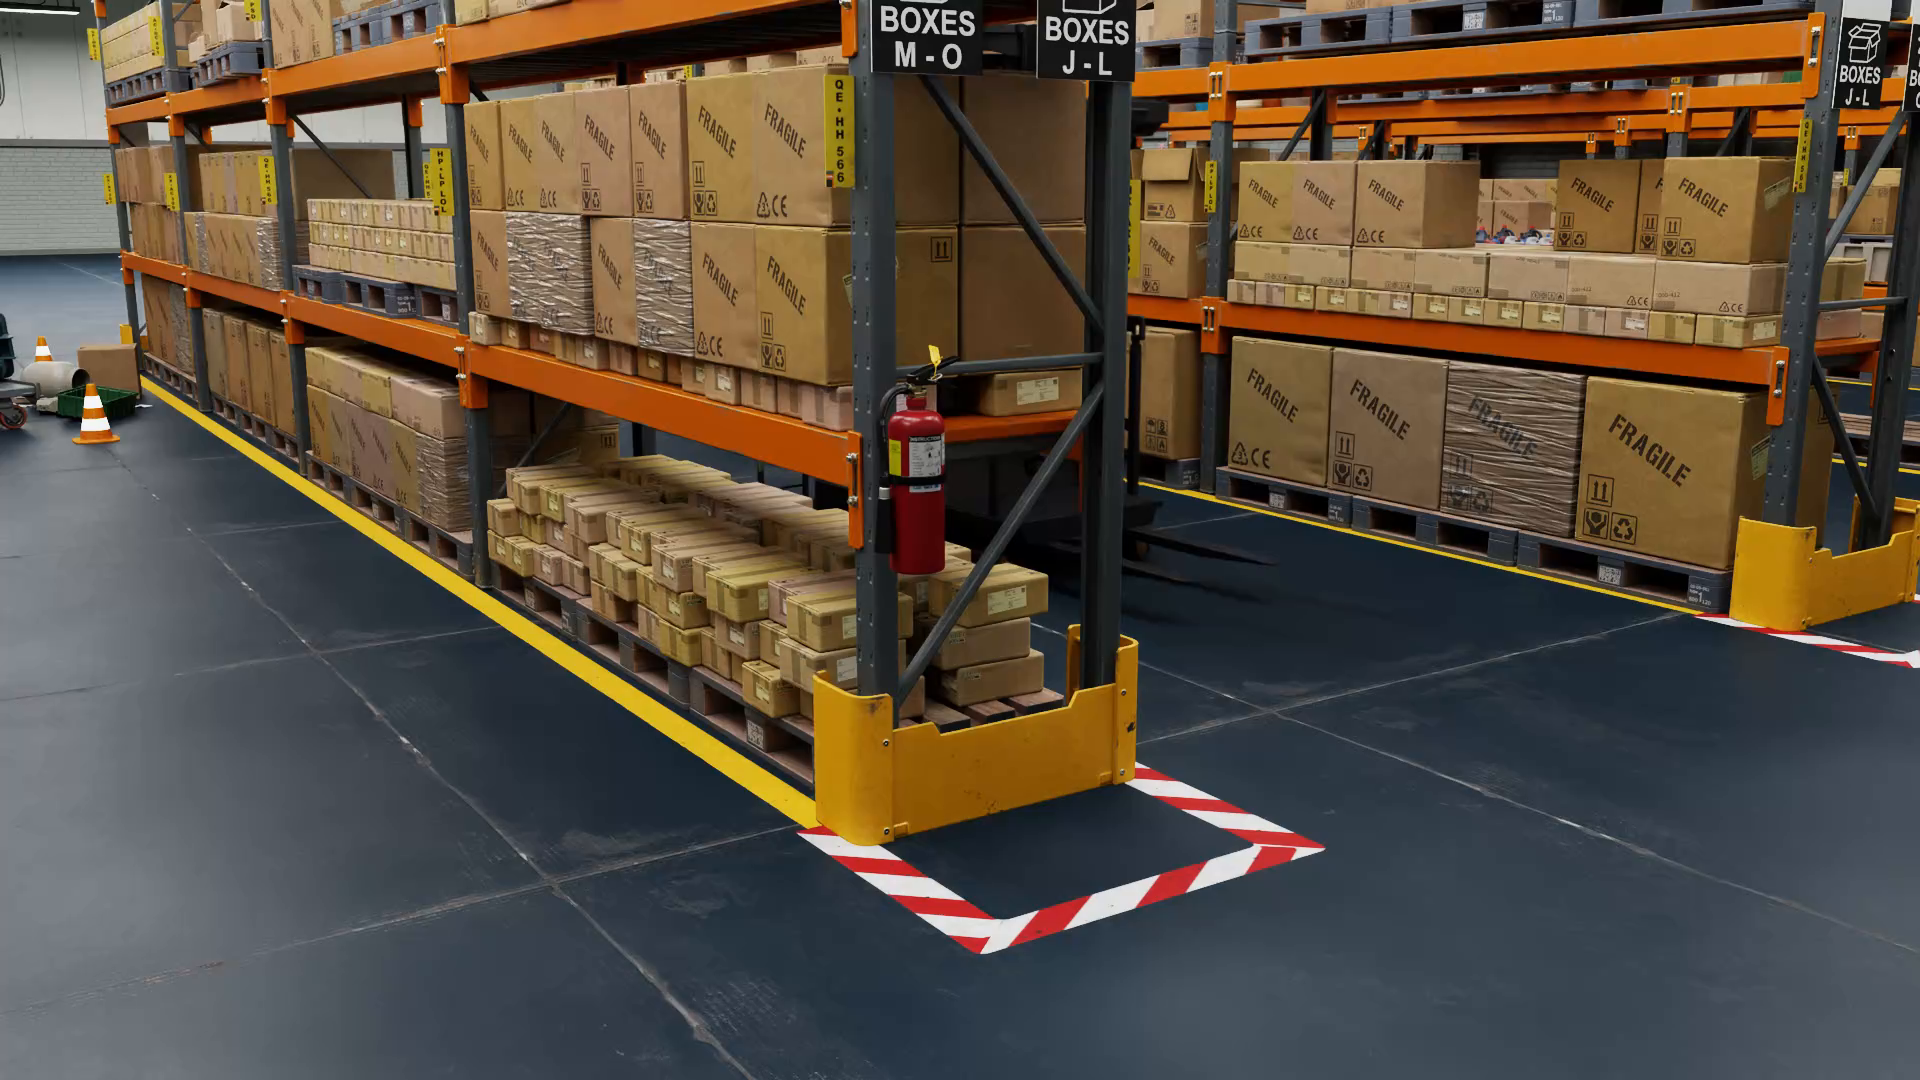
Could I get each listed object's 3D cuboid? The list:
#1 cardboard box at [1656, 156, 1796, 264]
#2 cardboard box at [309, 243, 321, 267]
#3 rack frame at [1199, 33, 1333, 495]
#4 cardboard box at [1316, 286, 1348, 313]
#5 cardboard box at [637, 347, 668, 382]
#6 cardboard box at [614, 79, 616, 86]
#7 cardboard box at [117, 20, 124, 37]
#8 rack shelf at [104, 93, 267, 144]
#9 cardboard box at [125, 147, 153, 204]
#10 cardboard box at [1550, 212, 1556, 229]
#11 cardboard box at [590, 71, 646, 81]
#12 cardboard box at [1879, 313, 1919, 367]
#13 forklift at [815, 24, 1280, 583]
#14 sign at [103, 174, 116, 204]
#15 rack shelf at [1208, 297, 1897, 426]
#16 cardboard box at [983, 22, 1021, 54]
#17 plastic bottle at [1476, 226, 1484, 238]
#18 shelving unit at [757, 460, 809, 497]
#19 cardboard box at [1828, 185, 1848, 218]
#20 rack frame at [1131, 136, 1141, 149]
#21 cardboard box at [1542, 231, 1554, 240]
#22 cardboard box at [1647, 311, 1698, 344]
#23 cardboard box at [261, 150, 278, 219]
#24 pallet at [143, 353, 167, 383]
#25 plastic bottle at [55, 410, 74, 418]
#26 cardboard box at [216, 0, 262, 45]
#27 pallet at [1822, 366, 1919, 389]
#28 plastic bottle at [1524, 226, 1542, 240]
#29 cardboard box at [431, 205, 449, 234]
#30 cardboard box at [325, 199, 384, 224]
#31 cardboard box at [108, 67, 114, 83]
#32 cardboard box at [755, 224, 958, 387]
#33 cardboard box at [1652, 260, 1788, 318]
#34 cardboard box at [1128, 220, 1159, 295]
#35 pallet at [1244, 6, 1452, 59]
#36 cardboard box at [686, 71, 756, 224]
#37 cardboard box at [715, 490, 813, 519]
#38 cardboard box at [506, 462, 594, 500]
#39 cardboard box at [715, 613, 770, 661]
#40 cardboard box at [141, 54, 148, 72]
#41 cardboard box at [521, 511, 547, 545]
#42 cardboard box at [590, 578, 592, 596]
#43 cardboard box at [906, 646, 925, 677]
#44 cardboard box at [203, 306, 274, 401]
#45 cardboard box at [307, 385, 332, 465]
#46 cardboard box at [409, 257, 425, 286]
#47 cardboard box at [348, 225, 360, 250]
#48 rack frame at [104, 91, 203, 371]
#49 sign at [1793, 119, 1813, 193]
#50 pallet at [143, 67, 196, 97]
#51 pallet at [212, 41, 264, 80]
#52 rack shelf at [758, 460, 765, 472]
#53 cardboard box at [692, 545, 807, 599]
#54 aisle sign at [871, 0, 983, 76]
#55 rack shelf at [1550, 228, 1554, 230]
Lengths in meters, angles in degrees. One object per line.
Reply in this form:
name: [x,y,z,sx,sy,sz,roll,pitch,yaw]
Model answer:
cardboard box: [3.811,-1.623,8.162,0.500,0.500,0.500,-8,15,-32]
cardboard box: [-4.238,-1.962,11.416,0.380,0.149,0.250,-8,15,-34]
rack frame: [2.083,-1.840,11.257,1.000,3.000,0.127,-8,15,-33]
cardboard box: [2.409,-1.486,10.222,0.380,0.149,0.250,-9,15,-34]
cardboard box: [-1.103,-0.747,6.842,0.380,0.149,0.250,-8,15,-32]
cardboard box: [-3.736,-5.211,19.066,0.380,0.149,0.250,-8,15,-33]
cardboard box: [-8.127,-5.068,16.501,0.380,0.149,0.250,-8,15,-33]
rack shelf: [-7.642,-4.164,16.543,1.077,0.370,4.000,-8,15,-33]
cardboard box: [-7.998,-3.733,17.033,0.875,0.550,0.550,-8,15,-33]
cardboard box: [9.507,-5.007,26.041,0.500,0.250,0.500,-8,15,-33]
cardboard box: [-3.968,-5.582,19.246,0.500,0.500,0.500,-8,15,-33]
cardboard box: [9.820,-2.060,17.082,0.500,0.500,0.500,-8,15,-33]
forklift: [0.414,-1.314,9.012,1.130,2.935,3.031,-9,15,-36]
sign: [-9.216,-3.802,18.017,0.100,0.325,0.005,-8,15,-33]
rack shelf: [3.191,-1.133,9.707,1.077,0.370,4.000,-8,15,-33]
cardboard box: [0.265,-4.173,13.676,0.797,0.503,0.637,-7,14,-29]
plastic bottle: [4.867,-2.765,15.601,0.144,0.351,0.185,-8,15,-33]
shelving unit: [-0.911,-0.919,10.552,0.431,1.500,0.755,-11,17,-42]
cardboard box: [9.302,-3.573,17.963,0.500,0.500,0.700,11,16,41]
rack frame: [1.774,-3.849,20.443,1.000,3.000,0.127,-8,15,-33]
cardboard box: [7.388,-3.728,20.477,0.380,0.149,0.250,-8,15,-33]
cardboard box: [3.683,-1.077,8.352,0.380,0.149,0.250,-8,15,-32]
cardboard box: [-4.840,-2.691,12.571,0.700,0.500,0.500,-8,15,-34]
pallet: [-8.242,-1.910,18.103,1.003,0.211,1.213,-8,15,-33]
plastic bottle: [-7.944,-1.129,14.882,0.283,0.061,0.133,6,14,26]
cardboard box: [-5.147,-3.809,12.228,0.500,0.311,0.500,-8,15,-33]
pallet: [9.850,-1.790,17.554,1.003,0.211,1.213,-8,15,-33]
plastic bottle: [5.433,-2.799,15.757,0.144,0.351,0.185,-8,15,-33]
cardboard box: [-2.636,-1.740,9.011,0.380,0.149,0.250,-9,15,-34]
cardboard box: [-3.940,-2.159,10.926,0.380,0.149,0.250,-8,15,-33]
cardboard box: [-8.686,-4.858,17.405,0.380,0.149,0.250,-8,15,-32]
cardboard box: [-0.349,-0.804,5.585,0.500,0.500,0.500,-8,15,-32]
cardboard box: [3.810,-1.256,8.238,0.500,0.250,0.500,-8,15,-34]
cardboard box: [1.328,-2.029,11.885,0.500,0.500,0.500,-8,14,-31]
pallet: [2.528,-3.116,10.275,1.003,0.211,1.213,-8,15,-33]
cardboard box: [-0.627,-1.385,5.901,0.500,0.500,0.500,-9,15,-35]
cardboard box: [-0.904,-0.119,7.681,0.380,0.149,0.250,-9,15,-35]
cardboard box: [-2.083,-0.289,8.458,0.380,0.149,0.250,-7,14,-30]
cardboard box: [-0.705,0.330,6.325,0.380,0.149,0.250,-9,15,-35]
cardboard box: [-7.428,-4.454,15.556,0.380,0.149,0.250,-8,15,-33]
cardboard box: [-1.953,-0.092,8.257,0.380,0.149,0.250,-8,15,-32]
cardboard box: [-1.479,0.187,7.674,0.380,0.149,0.250,-9,15,-35]
cardboard box: [-0.123,0.460,6.429,0.380,0.149,0.250,-8,15,-33]
cardboard box: [-6.115,-1.701,14.900,1.050,0.750,0.750,-8,15,-33]
cardboard box: [-4.138,-0.811,11.416,0.500,0.500,0.500,-9,15,-35]
cardboard box: [-2.906,-1.536,9.471,0.380,0.149,0.250,-9,15,-36]
cardboard box: [-3.638,-1.916,10.513,0.380,0.149,0.250,-8,15,-33]
rack frame: [-8.751,-3.406,18.413,1.000,3.000,0.127,-8,15,-33]
sign: [3.840,-1.749,7.572,0.100,0.325,0.005,-8,15,-33]
pallet: [-6.979,-4.263,15.520,1.003,0.211,1.213,-8,15,-33]
pallet: [-4.719,-3.464,12.102,1.213,0.211,1.003,-7,14,-30]
rack shelf: [-0.911,-0.600,10.622,0.431,0.370,0.720,-11,17,-42]
cardboard box: [-0.821,0.137,6.513,0.380,0.149,0.250,-9,15,-35]
aisle sign: [-0.095,-1.781,4.902,0.394,0.787,0.004,-8,15,-33]
rack shelf: [8.913,-5.026,27.509,1.077,0.370,4.000,-8,15,-33]
